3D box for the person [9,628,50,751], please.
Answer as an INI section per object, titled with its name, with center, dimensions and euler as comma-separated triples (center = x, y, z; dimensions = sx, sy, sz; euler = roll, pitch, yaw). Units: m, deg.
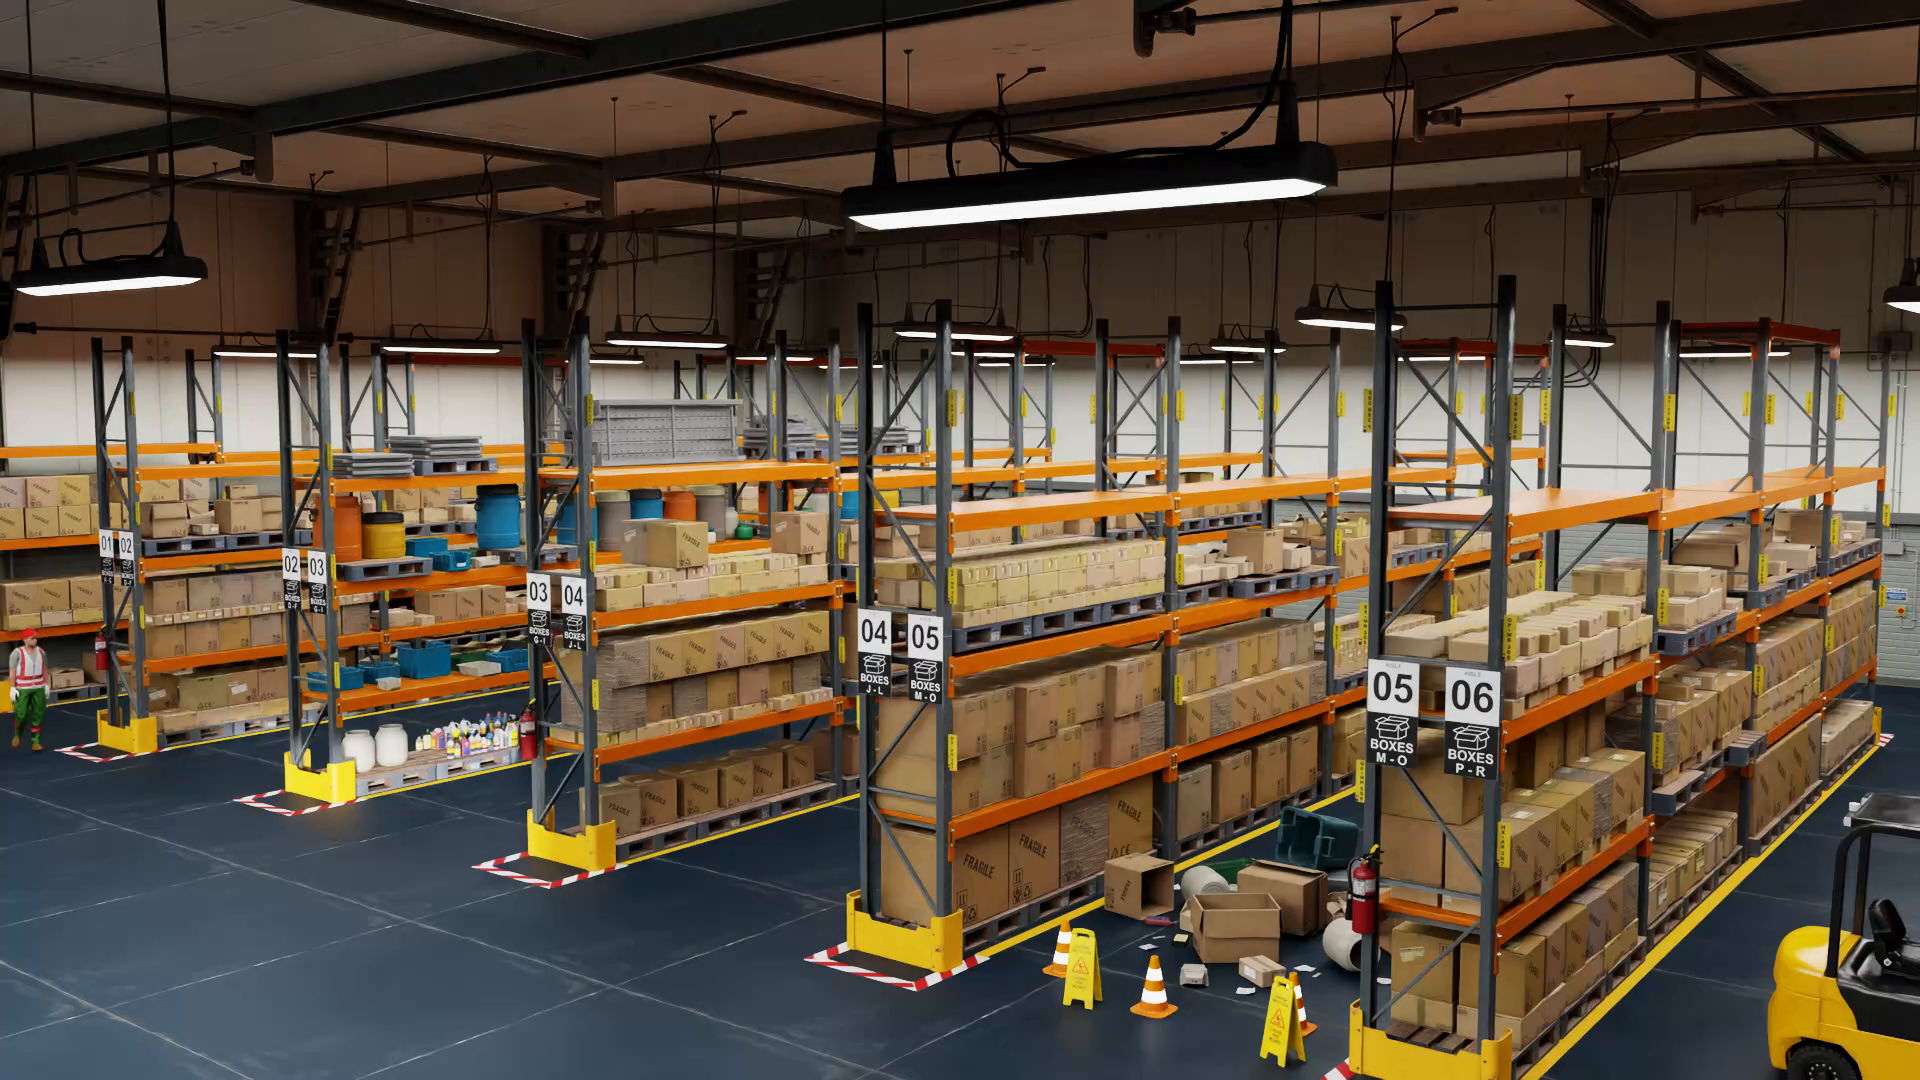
[person]
center = -13.519, 2.158, 24.108
dimensions = 0.500, 1.789, 0.568
euler = 4, 6, 39
